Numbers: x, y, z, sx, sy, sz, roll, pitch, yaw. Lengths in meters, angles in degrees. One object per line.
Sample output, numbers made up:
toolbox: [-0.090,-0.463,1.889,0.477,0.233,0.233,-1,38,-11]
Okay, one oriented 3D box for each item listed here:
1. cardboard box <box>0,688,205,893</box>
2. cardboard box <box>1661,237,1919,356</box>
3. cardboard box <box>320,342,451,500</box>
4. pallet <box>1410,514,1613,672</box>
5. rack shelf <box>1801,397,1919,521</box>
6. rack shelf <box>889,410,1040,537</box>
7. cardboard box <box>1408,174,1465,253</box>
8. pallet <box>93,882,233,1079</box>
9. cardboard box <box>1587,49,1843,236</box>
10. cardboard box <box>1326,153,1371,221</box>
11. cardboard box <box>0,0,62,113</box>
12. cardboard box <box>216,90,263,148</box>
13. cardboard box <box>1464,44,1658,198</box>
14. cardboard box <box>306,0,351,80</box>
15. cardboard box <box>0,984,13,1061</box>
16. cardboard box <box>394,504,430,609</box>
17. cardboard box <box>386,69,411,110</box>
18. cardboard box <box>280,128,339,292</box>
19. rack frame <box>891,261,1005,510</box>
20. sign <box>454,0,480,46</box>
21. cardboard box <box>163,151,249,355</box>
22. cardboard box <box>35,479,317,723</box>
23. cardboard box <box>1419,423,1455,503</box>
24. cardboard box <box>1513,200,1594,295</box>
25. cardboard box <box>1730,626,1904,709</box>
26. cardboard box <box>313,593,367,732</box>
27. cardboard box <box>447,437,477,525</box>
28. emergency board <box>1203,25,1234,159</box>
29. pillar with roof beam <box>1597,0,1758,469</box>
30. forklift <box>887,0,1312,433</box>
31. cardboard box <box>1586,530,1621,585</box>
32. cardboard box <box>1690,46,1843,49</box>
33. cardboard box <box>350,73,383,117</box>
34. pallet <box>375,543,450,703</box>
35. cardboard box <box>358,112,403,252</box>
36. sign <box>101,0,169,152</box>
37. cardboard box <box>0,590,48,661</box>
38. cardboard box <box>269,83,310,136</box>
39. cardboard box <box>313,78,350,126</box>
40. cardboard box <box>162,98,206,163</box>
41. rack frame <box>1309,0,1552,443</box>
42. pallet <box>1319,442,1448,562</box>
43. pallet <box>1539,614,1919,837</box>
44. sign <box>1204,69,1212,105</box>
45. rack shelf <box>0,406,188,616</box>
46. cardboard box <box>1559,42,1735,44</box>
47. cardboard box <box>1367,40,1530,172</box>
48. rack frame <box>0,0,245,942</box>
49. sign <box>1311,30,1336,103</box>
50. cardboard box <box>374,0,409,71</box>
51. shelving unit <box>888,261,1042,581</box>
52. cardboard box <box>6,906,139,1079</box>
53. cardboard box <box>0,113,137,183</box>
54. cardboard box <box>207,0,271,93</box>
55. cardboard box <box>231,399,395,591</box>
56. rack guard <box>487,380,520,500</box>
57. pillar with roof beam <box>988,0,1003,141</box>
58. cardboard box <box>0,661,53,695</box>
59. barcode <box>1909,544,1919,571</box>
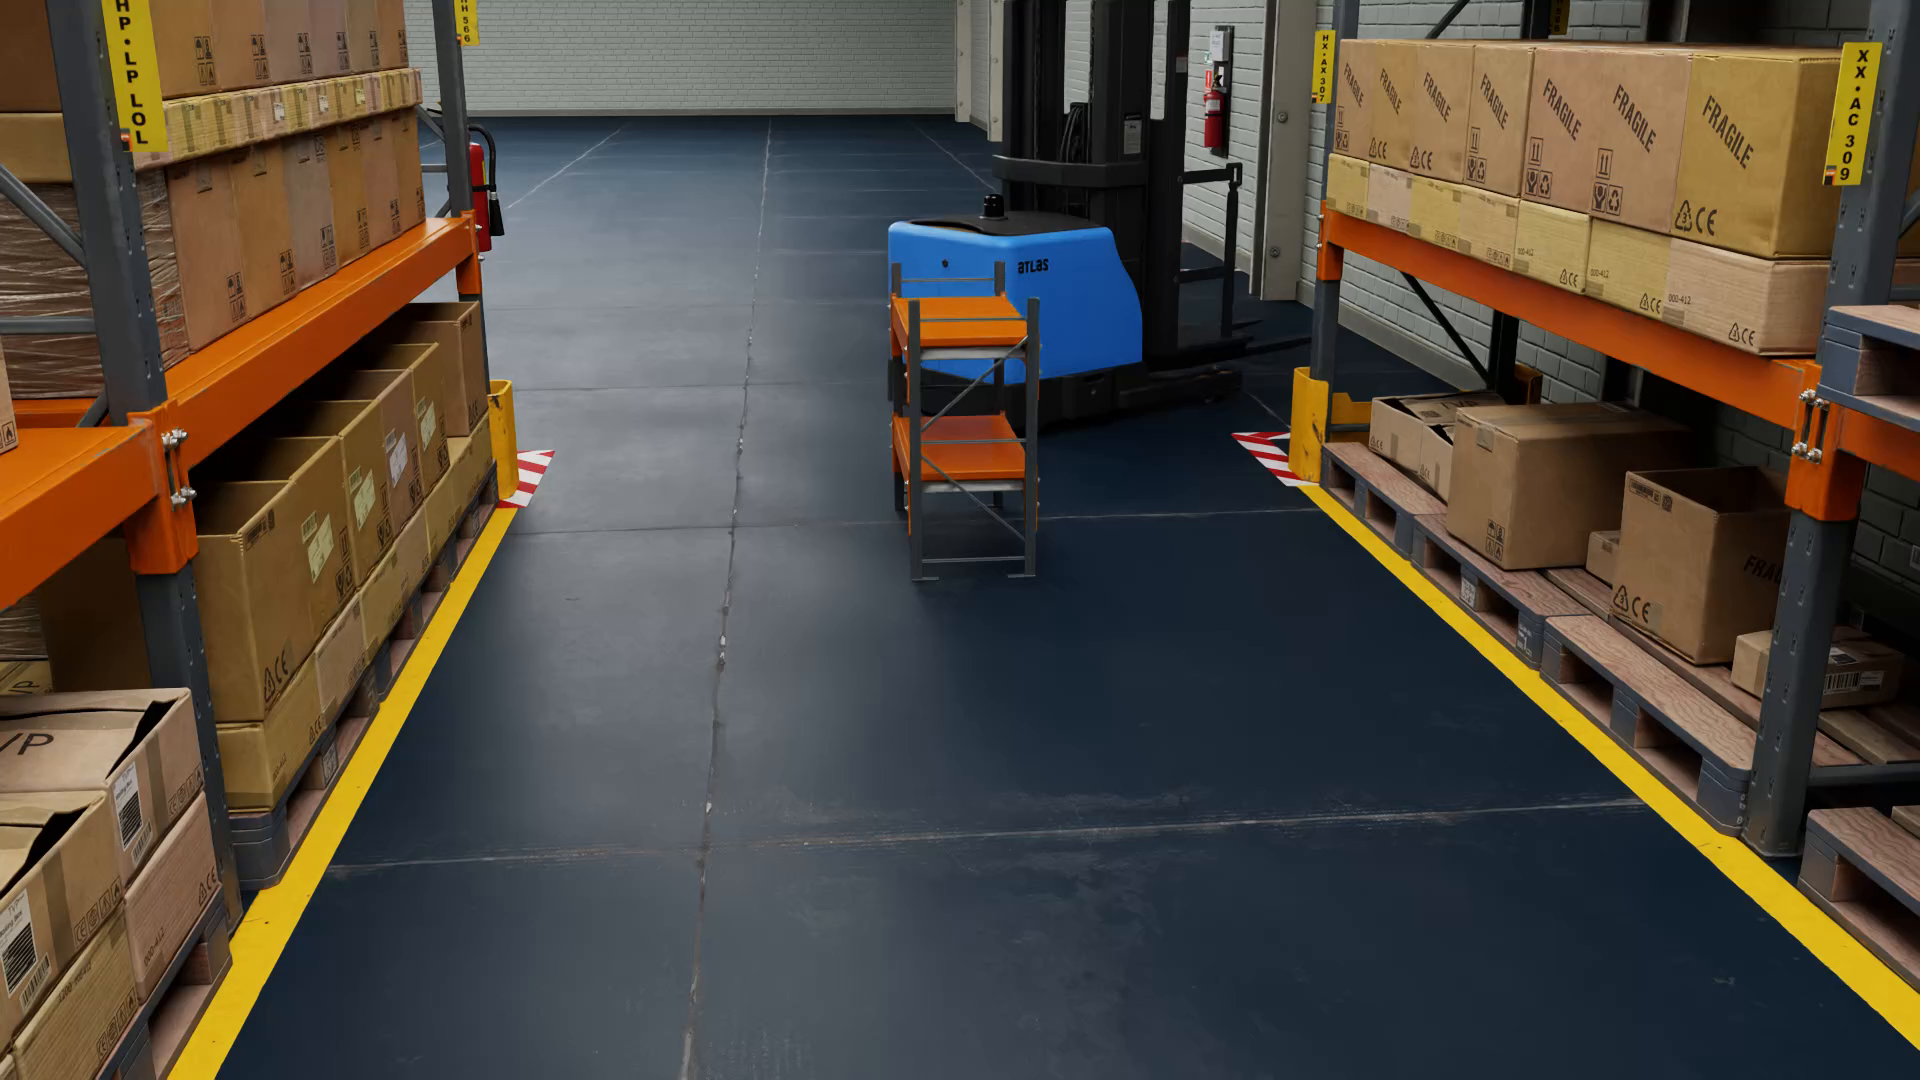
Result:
cardboard box: [-1.958,0.503,3.521,0.500,0.311,0.500,-2,18,-6]
cardboard box: [2.291,-0.677,4.542,0.500,0.250,0.500,-2,18,-6]
cardboard box: [-2.229,-0.443,6.218,0.500,0.500,0.500,-2,18,-6]
pallet: [2.408,0.160,6.315,1.003,0.211,1.213,-2,18,-6]
rack shelf: [2.848,0.332,2.313,1.077,0.370,4.000,-2,18,-6]
rack shelf: [0.001,-0.301,7.075,0.538,0.278,1.000,-2,18,-6]
cardboard box: [2.078,-1.275,6.449,0.500,0.250,0.500,-2,18,-7]
pallet: [-2.170,1.096,3.335,1.003,0.211,1.213,-2,18,-6]
cardboard box: [2.228,-1.183,4.902,0.500,0.500,0.500,-2,18,-6]
cardboard box: [1.964,-1.582,7.424,0.500,0.250,0.500,-2,18,-7]
cardboard box: [-2.337,-1.252,3.823,0.700,0.500,0.500,-2,18,-5]
cardboard box: [-2.227,-1.201,4.744,0.380,0.149,0.250,-2,18,-7]
cardboard box: [2.133,-1.488,5.874,0.500,0.500,0.500,-1,17,-4]
cardboard box: [-2.544,-1.849,5.728,0.700,0.500,0.500,-2,18,-5]
cardboard box: [-1.849,0.806,2.554,0.500,0.311,0.500,-2,18,-6]
cardboard box: [-2.182,0.064,5.855,0.500,0.250,0.500,-2,18,-6]
cardboard box: [-2.441,-1.816,6.704,0.380,0.149,0.250,-1,17,-4]
cardboard box: [-2.500,-1.092,5.480,0.700,0.500,0.500,-1,17,-4]
rack frame: [-0.052,-0.686,7.485,0.500,1.125,0.032,-2,18,-6]
sign: [-2.157,-2.323,7.239,0.100,0.325,0.005,-2,18,-6]
cardboard box: [-2.398,-0.790,4.518,0.700,0.500,0.500,-2,18,-6]
cardboard box: [-2.022,0.153,4.320,0.500,0.500,0.500,-2,18,-6]
cardboard box: [2.270,-0.347,7.030,0.500,0.311,0.500,0,17,-1]
cardboard box: [2.181,-0.975,5.492,0.500,0.250,0.500,-2,18,-6]
cardboard box: [2.557,0.376,4.966,0.380,0.166,0.250,-4,18,-13]
cardboard box: [-2.078,0.362,4.906,0.500,0.250,0.500,-2,18,-6]
cardboard box: [-2.285,-0.234,6.804,0.500,0.250,0.500,-2,18,-6]
emergency board: [2.326,-4.142,15.363,0.194,1.169,0.643,-2,18,-6]
pillar with roof beam: [-1.120,-4.346,5.998,9.100,9.000,0.400,-2,18,-6]
forklift: [1.043,-2.307,9.631,3.031,2.935,1.130,-14,22,-38]
cardboard box: [2.497,0.066,5.984,0.380,0.149,0.250,-3,18,-10]
cardboard box: [2.705,-1.352,5.442,0.500,0.500,0.500,-1,17,-4]
cardboard box: [-2.390,-1.665,6.222,0.380,0.149,0.250,-2,17,-5]
pallet: [-2.455,0.275,5.949,1.003,0.211,1.213,-2,18,-6]
cardboard box: [-2.603,-1.397,6.451,0.700,0.500,0.500,-1,17,-4]
sign: [-1.746,-0.987,3.513,0.100,0.325,0.005,-2,18,-6]
cardboard box: [-2.590,0.020,4.743,0.500,0.500,0.500,-2,18,-6]
cardboard box: [-2.284,-1.358,5.244,0.380,0.149,0.250,-2,18,-6]
cardboard box: [-2.334,-1.508,5.724,0.380,0.149,0.250,-1,17,-4]
cardboard box: [-2.175,-1.048,4.257,0.380,0.149,0.250,-2,18,-7]
rack frame: [2.229,-1.799,7.899,1.000,3.000,0.127,-2,18,-6]
pallet: [2.286,-0.203,7.470,1.003,0.211,1.213,-2,18,-6]
pallet: [2.537,0.524,5.155,1.003,0.211,1.213,-2,18,-6]
sign: [2.371,-4.327,15.892,0.001,0.329,0.234,-2,18,-6]
rack shelf: [-2.079,0.486,1.822,1.077,0.370,4.000,-2,18,-6]
cardboard box: [2.589,-1.657,6.411,0.500,0.500,0.500,-2,18,-7]
cardboard box: [2.020,-1.796,6.854,0.500,0.500,0.500,-2,18,-5]
rack frame: [-2.285,-0.453,3.612,1.000,3.000,0.127,-2,18,-6]
sign: [1.689,-2.195,7.716,0.100,0.325,0.005,-2,18,-6]
cardboard box: [-2.657,-2.156,6.704,0.700,0.500,0.500,-2,18,-5]
shelving unit: [0.001,-0.535,7.002,0.538,1.125,1.048,-2,18,-6]
cardboard box: [-1.904,0.924,3.116,0.500,0.250,0.500,-2,18,-6]
cardboard box: [-2.120,-0.896,3.774,0.380,0.149,0.250,-2,18,-6]
cardboard box: [-2.442,-1.551,4.778,0.700,0.500,0.500,-2,18,-6]
cardboard box: [-2.125,-0.145,5.269,0.500,0.500,0.500,-2,18,-6]
rack guard: [-2.700,-0.459,7.805,1.175,0.500,0.348,-2,18,-6]
pillar with roof beam: [-3.596,-11.497,28.774,9.100,9.000,0.400,-2,18,-6]
cardboard box: [-2.550,0.527,4.380,0.500,0.250,0.500,-2,18,-6]
barcode: [2.825,0.055,4.900,0.001,0.075,0.075,-2,18,-6]
